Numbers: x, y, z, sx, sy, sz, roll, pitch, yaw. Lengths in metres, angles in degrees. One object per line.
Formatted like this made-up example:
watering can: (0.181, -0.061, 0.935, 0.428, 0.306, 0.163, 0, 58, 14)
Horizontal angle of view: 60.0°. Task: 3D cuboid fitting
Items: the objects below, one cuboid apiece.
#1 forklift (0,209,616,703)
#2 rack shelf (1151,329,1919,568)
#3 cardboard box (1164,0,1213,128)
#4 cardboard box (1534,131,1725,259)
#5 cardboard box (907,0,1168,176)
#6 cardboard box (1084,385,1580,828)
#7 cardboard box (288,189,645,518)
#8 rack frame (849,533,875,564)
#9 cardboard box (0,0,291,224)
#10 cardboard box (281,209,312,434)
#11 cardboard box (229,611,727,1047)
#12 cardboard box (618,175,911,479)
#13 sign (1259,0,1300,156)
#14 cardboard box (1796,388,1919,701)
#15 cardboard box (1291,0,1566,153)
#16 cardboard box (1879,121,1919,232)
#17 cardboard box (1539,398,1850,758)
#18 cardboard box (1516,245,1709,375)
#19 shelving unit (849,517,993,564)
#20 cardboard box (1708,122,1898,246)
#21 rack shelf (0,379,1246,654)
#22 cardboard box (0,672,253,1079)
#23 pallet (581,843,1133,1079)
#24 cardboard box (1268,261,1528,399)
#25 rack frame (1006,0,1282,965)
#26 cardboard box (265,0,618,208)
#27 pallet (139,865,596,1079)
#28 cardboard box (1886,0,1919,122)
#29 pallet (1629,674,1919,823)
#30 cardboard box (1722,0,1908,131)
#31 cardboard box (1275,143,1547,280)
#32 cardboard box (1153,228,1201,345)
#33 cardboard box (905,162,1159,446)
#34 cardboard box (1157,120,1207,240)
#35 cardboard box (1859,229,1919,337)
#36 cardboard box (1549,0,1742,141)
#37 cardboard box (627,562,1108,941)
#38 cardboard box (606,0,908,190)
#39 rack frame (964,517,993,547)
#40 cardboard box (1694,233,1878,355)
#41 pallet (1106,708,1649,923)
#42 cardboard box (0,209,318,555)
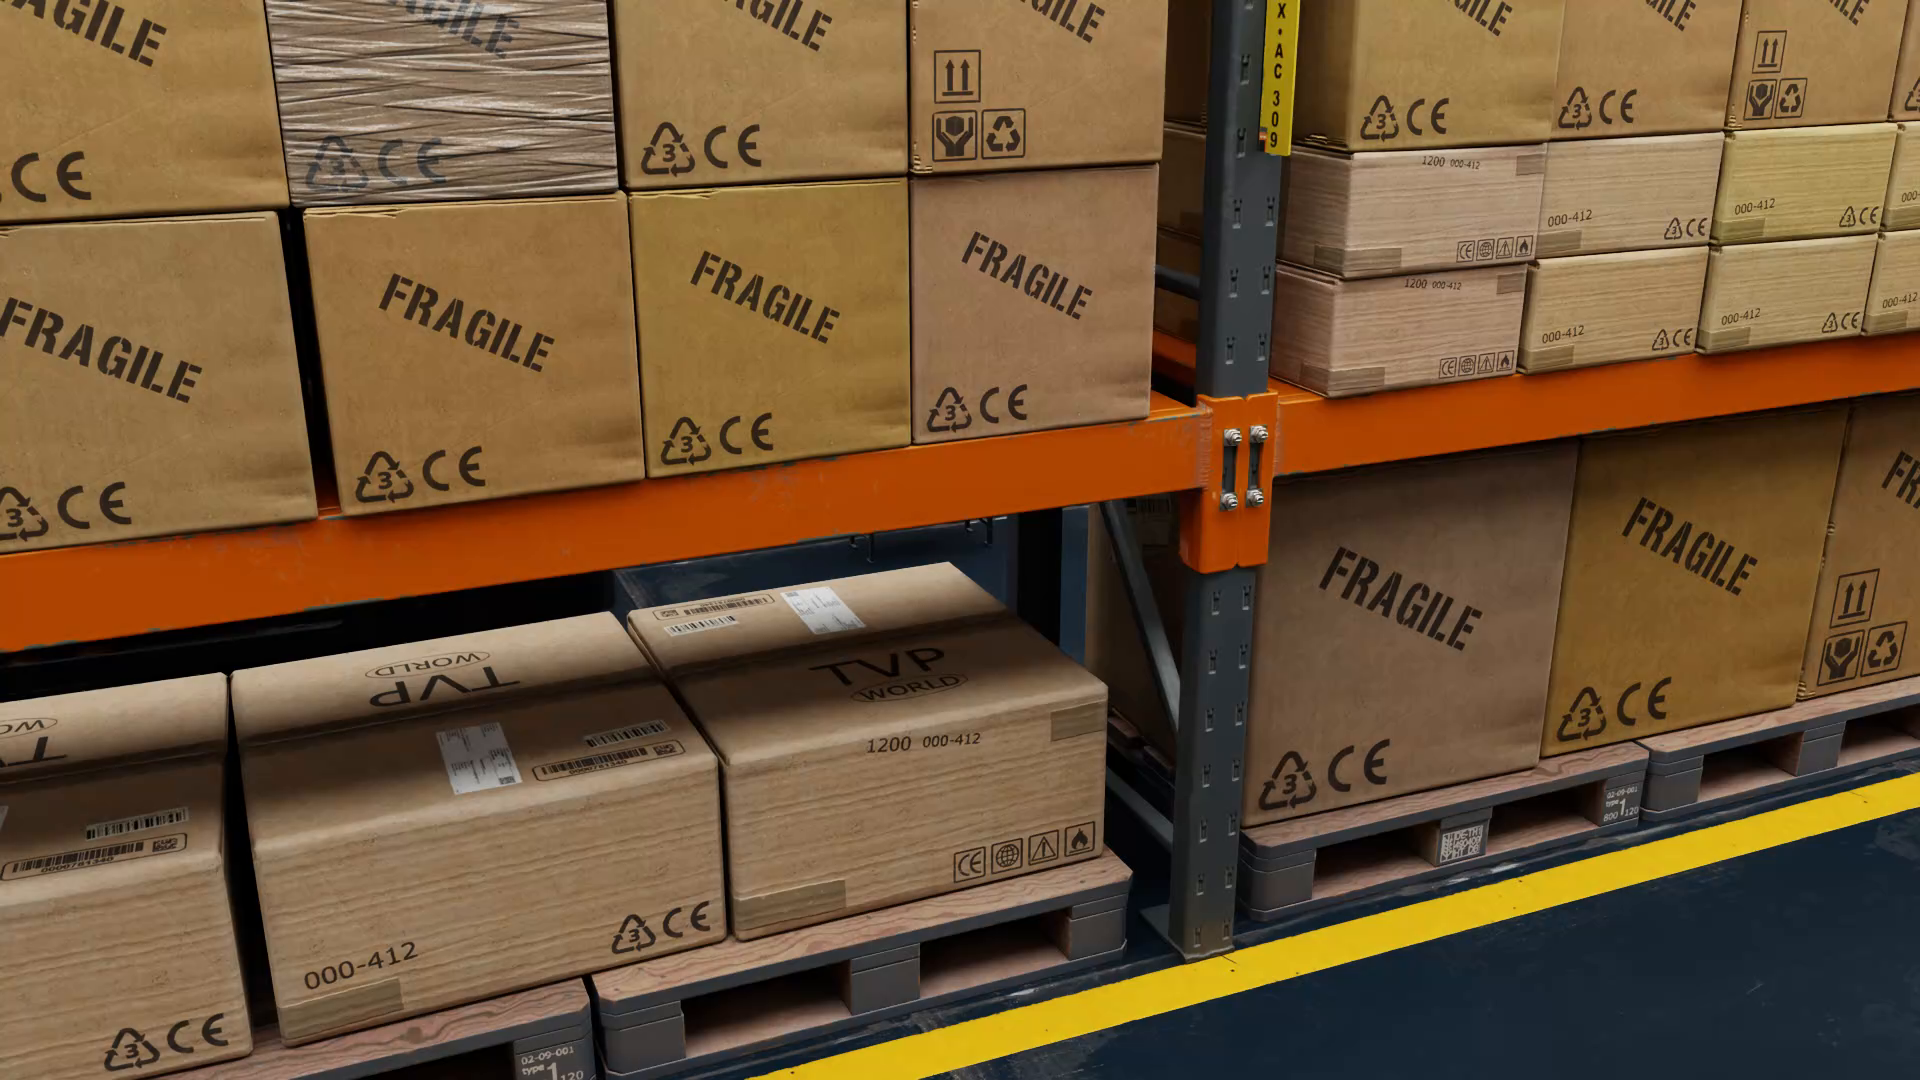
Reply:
forklift: (-2.750, -1.062, 5.124, 3.031, 2.935, 1.130, -7, 21, -19)
rack shelf: (2.211, -0.534, 4.604, 4.000, 0.370, 1.077, -8, 21, -22)
cardboard box: (0.685, -1.264, 3.939, 0.500, 0.500, 0.500, -7, 21, -20)
cardboard box: (1.358, -0.824, 3.818, 0.500, 0.250, 0.500, -8, 21, -21)
cardboard box: (0.051, -0.982, 3.139, 0.500, 0.500, 0.500, -8, 21, -22)
cardboard box: (0.912, 0.088, 4.321, 0.875, 0.875, 0.875, -7, 21, -20)
cardboard box: (-0.876, -0.378, 2.928, 0.500, 0.500, 0.500, -8, 21, -23)
rack frame: (-0.376, -0.512, 6.170, 0.015, 1.200, 0.240, -8, 21, -22)
cardboard box: (-1.346, -0.785, 2.578, 0.500, 0.500, 0.500, -8, 21, -22)
cardboard box: (-1.556, -0.479, 3.215, 0.500, 0.500, 0.500, -7, 21, -20)
cardboard box: (-1.066, 0.569, 3.616, 0.875, 0.438, 0.875, -9, 21, -24)
cardboard box: (-0.420, -0.449, 3.129, 0.500, 0.500, 0.500, -9, 21, -23)
sign: (0.596, -0.886, 3.100, 0.005, 0.325, 0.100, -8, 21, -22)
cardboard box: (2.560, -0.150, 4.999, 0.875, 0.875, 0.875, -8, 21, -21)
cardboard box: (0.892, -1.099, 3.470, 0.500, 0.500, 0.500, -8, 21, -21)
cardboard box: (2.295, -0.949, 4.175, 0.500, 0.250, 0.500, -9, 21, -24)
cardboard box: (1.738, -0.033, 4.666, 0.875, 0.875, 0.875, -8, 21, -20)
cardboard box: (1.358, -0.585, 3.893, 0.500, 0.250, 0.500, -9, 21, -23)
shelving unit: (-0.152, -0.544, 6.261, 0.503, 1.200, 0.258, -8, 21, -22)
cardboard box: (1.832, -0.882, 3.984, 0.500, 0.250, 0.500, -8, 21, -21)
rack shelf: (-1.462, -0.007, 3.110, 4.000, 0.370, 1.077, -8, 21, -22)
cardboard box: (-1.895, 0.687, 3.281, 0.875, 0.438, 0.875, -8, 21, -20)
pallet: (-0.355, 0.782, 3.984, 1.213, 0.211, 1.003, -8, 21, -22)
cardboard box: (0.883, -0.516, 3.698, 0.500, 0.250, 0.500, -9, 21, -23)
rack frame: (0.374, -0.610, 3.737, 0.127, 3.000, 1.000, -8, 21, -22)
cardboard box: (-0.882, -0.848, 2.758, 0.500, 0.500, 0.500, -8, 21, -21)
pallet: (-1.477, 0.944, 3.525, 1.213, 0.211, 1.003, -8, 21, -22)
cardboard box: (2.282, -1.309, 4.068, 0.500, 0.500, 0.500, -9, 21, -23)
pallet: (2.175, 0.419, 5.013, 1.213, 0.211, 1.003, -8, 21, -22)
cardboard box: (1.810, -1.239, 3.869, 0.500, 0.500, 0.500, -9, 21, -23)
cardboard box: (0.890, -0.747, 3.599, 0.500, 0.250, 0.500, -9, 21, -23)
cardboard box: (0.687, -0.675, 4.148, 0.500, 0.250, 0.500, -9, 21, -23)
cardboard box: (0.050, -0.518, 3.326, 0.500, 0.500, 0.500, -8, 21, -21)
cardboard box: (0.683, -0.907, 4.054, 0.500, 0.250, 0.500, -8, 21, -22)
cardboard box: (2.297, -0.710, 4.249, 0.500, 0.250, 0.500, -9, 21, -23)
cardboard box: (1.349, -1.174, 3.684, 0.500, 0.500, 0.500, -8, 21, -22)
cardboard box: (-0.245, 0.451, 3.951, 0.875, 0.438, 0.875, -8, 21, -23)
cardboard box: (-0.419, -0.918, 2.957, 0.500, 0.500, 0.500, -8, 21, -23)
rack frame: (0.072, -0.576, 6.352, 0.015, 1.200, 0.240, -8, 21, -22)
cardboard box: (1.834, -0.647, 4.070, 0.500, 0.250, 0.500, -8, 21, -22)
pallet: (1.053, 0.581, 4.554, 1.213, 0.211, 1.003, -8, 21, -22)
cardboard box: (-1.363, -0.314, 2.746, 0.500, 0.500, 0.500, -7, 21, -20)
